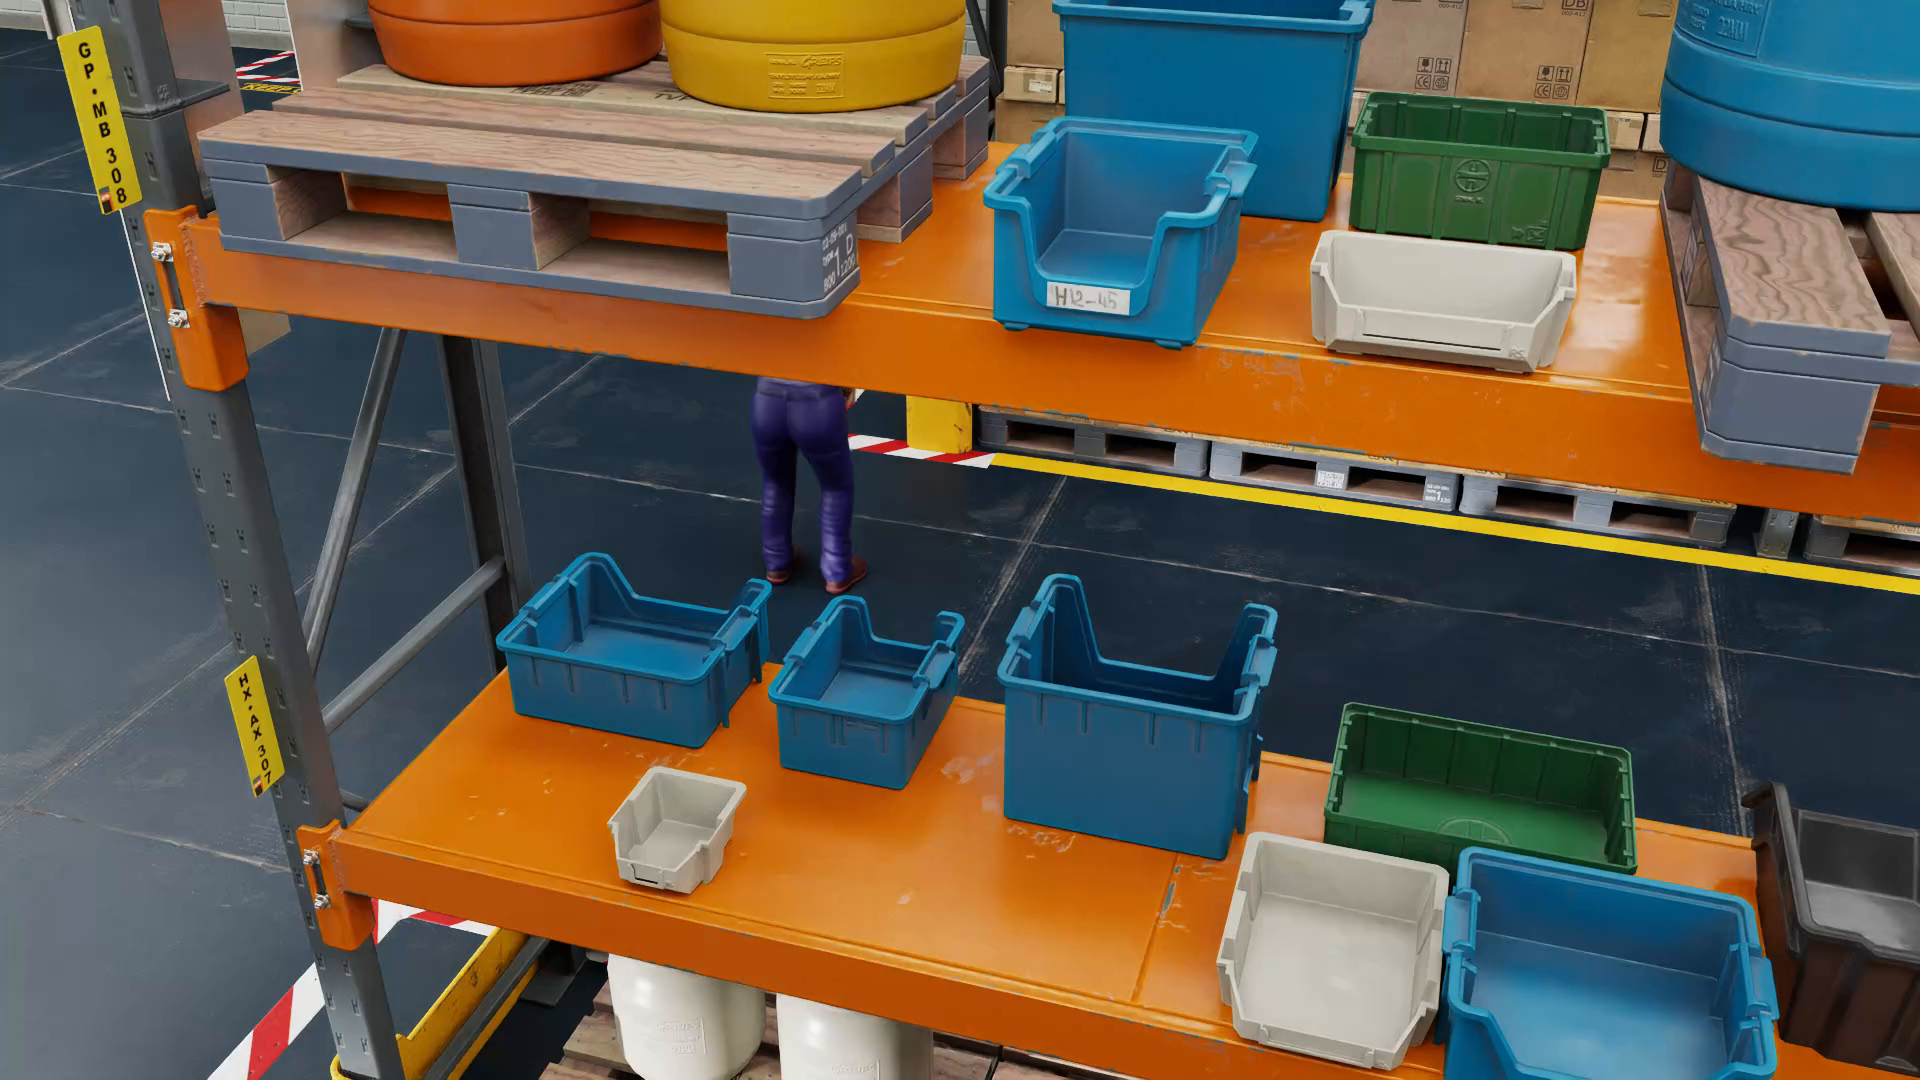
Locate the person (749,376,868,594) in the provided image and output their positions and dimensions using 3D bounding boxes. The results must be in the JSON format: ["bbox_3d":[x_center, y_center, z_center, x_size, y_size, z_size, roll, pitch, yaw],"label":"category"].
[{"bbox_3d":[-0.672,-0.570,7.144,0.494,1.655,0.463,8,30,14],"label":"person"}]
